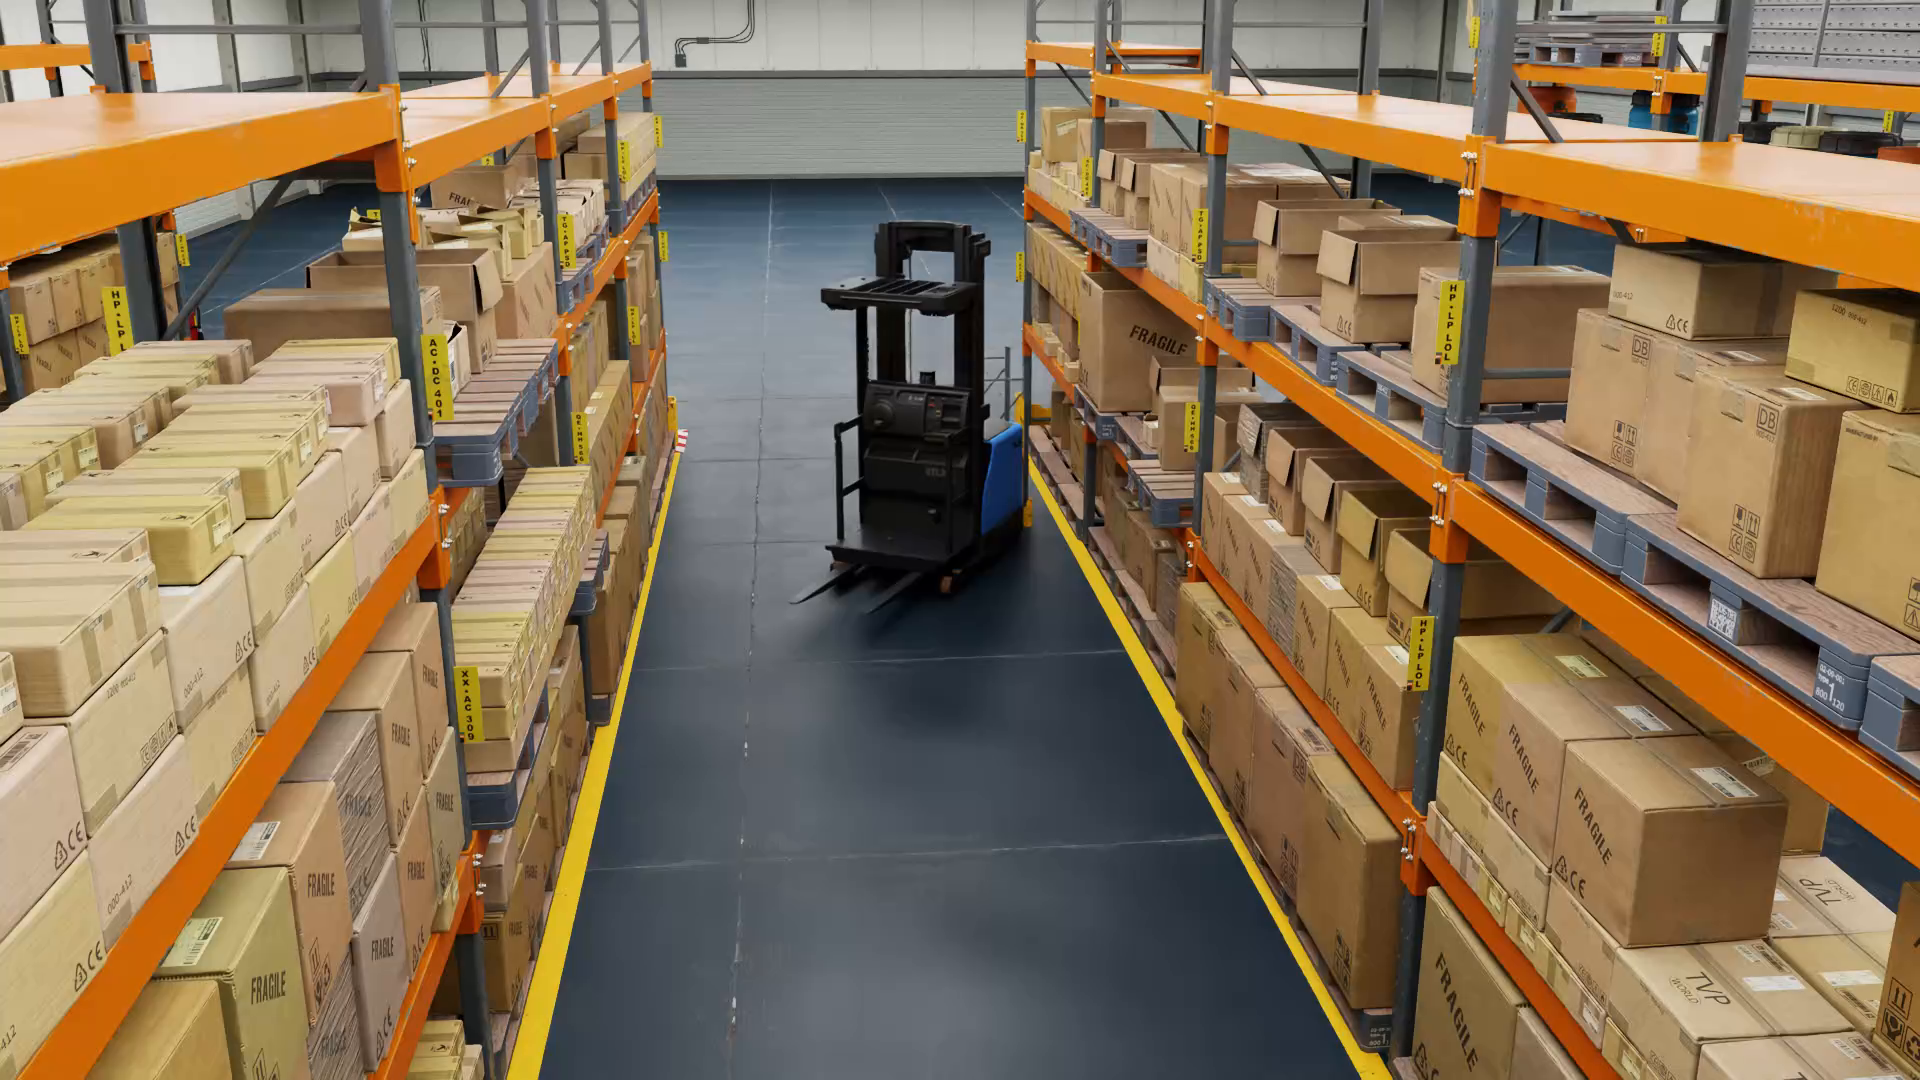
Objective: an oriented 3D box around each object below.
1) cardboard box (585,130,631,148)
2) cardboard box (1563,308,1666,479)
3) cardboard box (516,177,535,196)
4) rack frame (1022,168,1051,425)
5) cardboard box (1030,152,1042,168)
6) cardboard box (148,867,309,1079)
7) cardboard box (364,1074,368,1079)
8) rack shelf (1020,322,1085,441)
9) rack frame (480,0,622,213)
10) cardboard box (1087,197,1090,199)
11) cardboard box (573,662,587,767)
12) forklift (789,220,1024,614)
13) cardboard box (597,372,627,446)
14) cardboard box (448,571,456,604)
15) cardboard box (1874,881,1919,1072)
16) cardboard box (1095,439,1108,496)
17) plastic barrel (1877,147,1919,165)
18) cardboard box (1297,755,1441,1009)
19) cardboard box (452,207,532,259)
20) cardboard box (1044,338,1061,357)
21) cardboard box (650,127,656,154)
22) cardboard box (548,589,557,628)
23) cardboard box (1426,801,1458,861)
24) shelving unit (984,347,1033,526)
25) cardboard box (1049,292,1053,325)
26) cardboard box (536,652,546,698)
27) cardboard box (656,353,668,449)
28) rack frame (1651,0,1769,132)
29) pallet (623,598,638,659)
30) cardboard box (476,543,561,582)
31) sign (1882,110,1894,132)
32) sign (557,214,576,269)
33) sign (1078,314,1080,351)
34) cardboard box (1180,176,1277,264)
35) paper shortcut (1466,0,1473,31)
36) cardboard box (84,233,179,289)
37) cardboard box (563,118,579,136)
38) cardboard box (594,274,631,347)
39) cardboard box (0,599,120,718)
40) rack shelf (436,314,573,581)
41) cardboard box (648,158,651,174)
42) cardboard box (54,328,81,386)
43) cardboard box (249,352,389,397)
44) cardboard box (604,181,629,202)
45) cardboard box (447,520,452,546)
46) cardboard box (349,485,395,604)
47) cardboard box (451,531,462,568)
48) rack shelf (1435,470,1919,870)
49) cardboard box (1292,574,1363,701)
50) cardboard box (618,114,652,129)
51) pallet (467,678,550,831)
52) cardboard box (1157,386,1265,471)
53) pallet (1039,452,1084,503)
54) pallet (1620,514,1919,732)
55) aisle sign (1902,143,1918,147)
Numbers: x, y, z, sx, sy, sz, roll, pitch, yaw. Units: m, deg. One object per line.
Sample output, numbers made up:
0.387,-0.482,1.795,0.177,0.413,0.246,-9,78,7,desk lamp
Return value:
-3.079,-3.505,14.545,0.380,0.149,0.250,-2,18,-6,cardboard box
2.583,-0.530,5.814,0.700,0.500,0.500,-3,18,-9,cardboard box
-3.512,-2.722,13.188,0.258,0.266,0.396,-2,18,-7,cardboard box
1.205,-2.609,18.481,1.000,3.000,0.127,-2,18,-6,rack frame
0.934,-3.990,17.455,0.380,0.149,0.250,-1,17,-4,cardboard box
-1.960,1.166,4.122,0.500,0.500,0.500,-2,18,-7,cardboard box
-2.006,1.750,5.014,0.380,0.149,0.250,-1,17,-5,cardboard box
1.412,-1.670,16.691,1.077,0.370,4.000,-2,18,-6,rack shelf
-3.326,-4.157,13.394,1.000,3.000,0.127,-2,18,-6,rack frame
1.297,-3.055,14.478,0.380,0.149,0.250,-1,17,-4,cardboard box
-2.586,1.077,10.209,0.500,0.500,0.500,-2,18,-6,cardboard box
-0.447,-1.082,13.730,1.130,2.935,3.031,7,19,21,forklift
-2.954,-1.044,13.329,0.500,0.500,0.500,-2,18,-6,cardboard box
-2.953,0.276,9.008,0.380,0.149,0.250,-1,17,-4,cardboard box
2.964,1.275,4.610,0.500,0.500,0.500,-2,18,-7,cardboard box
1.550,-0.716,15.923,0.500,0.500,0.500,4,18,12,cardboard box
7.021,-2.461,12.284,0.600,0.830,0.708,-2,18,-6,plastic barrel
2.357,1.589,7.954,1.225,0.875,0.875,-2,18,-5,cardboard box
-2.546,-1.682,9.074,0.396,0.266,0.258,-2,18,-6,cardboard box
1.056,-1.947,16.791,0.380,0.149,0.250,-2,18,-6,cardboard box
-3.410,-4.099,17.102,0.500,0.250,0.500,-2,17,-5,cardboard box
-2.224,0.344,8.295,0.380,0.149,0.250,-2,18,-7,cardboard box
2.143,1.184,6.817,0.380,0.149,0.250,-2,18,-6,cardboard box
0.313,-0.995,15.841,0.587,1.500,1.083,-3,18,-8,shelving unit
1.406,-2.489,17.434,0.875,0.500,0.500,-2,18,-6,cardboard box
-2.165,0.645,7.833,0.380,0.149,0.250,-2,18,-5,cardboard box
-3.603,-1.473,17.707,0.875,0.875,0.875,-2,18,-5,cardboard box
6.544,-4.433,14.274,1.000,3.000,0.127,-2,18,-6,rack frame
-3.042,0.628,12.825,1.003,0.211,1.213,-2,18,-6,pallet
-2.250,0.128,8.488,0.380,0.149,0.250,-1,17,-4,cardboard box
10.507,-4.785,18.811,0.100,0.325,0.005,-2,18,-6,sign
-2.374,-1.797,10.021,0.100,0.325,0.005,-2,18,-6,sign
1.079,-1.812,14.494,0.100,0.325,0.005,-2,18,-6,sign
1.732,-2.078,10.778,0.500,0.500,0.500,-1,17,-4,cardboard box
2.689,-2.777,8.768,0.009,0.170,0.078,-12,49,-2,paper shortcut
-8.382,-2.824,16.833,0.700,0.500,0.500,-2,18,-7,cardboard box
-3.917,-4.014,16.167,0.380,0.149,0.250,-2,18,-7,cardboard box
-3.330,-1.992,14.462,0.875,0.550,0.550,-2,18,-6,cardboard box
-1.859,0.229,3.181,0.380,0.149,0.250,-2,18,-6,cardboard box
-2.707,-0.595,8.257,1.077,0.370,4.000,-2,18,-6,rack shelf
-3.289,-3.730,16.594,0.380,0.149,0.250,-2,18,-5,cardboard box
-8.082,-1.590,14.569,0.500,0.500,0.500,-2,18,-6,cardboard box
-2.159,-0.536,5.619,0.380,0.149,0.250,-1,17,-4,cardboard box
-3.025,-2.973,14.182,0.380,0.149,0.250,-2,18,-7,cardboard box
-2.951,-0.011,8.929,0.380,0.149,0.250,-1,17,-3,cardboard box
-2.142,0.016,5.360,0.500,0.250,0.500,-2,18,-6,cardboard box
-2.976,0.060,9.199,0.380,0.149,0.250,-2,18,-5,cardboard box
2.649,0.474,4.853,1.077,0.370,4.000,-2,18,-6,rack shelf
2.018,0.484,8.460,0.500,0.500,0.500,-2,18,-6,cardboard box
-3.342,-4.262,16.956,0.380,0.149,0.250,-2,18,-5,cardboard box
-2.435,0.948,7.469,1.003,0.211,1.213,-2,18,-6,pallet
1.778,-0.797,11.839,0.700,0.500,0.500,1,17,3,cardboard box
1.384,-0.651,16.897,1.003,0.211,1.213,-2,18,-6,pallet
2.640,0.184,4.724,1.003,0.211,1.213,-2,18,-6,pallet
10.748,-4.165,19.095,0.394,0.787,0.004,-2,18,-6,aisle sign
